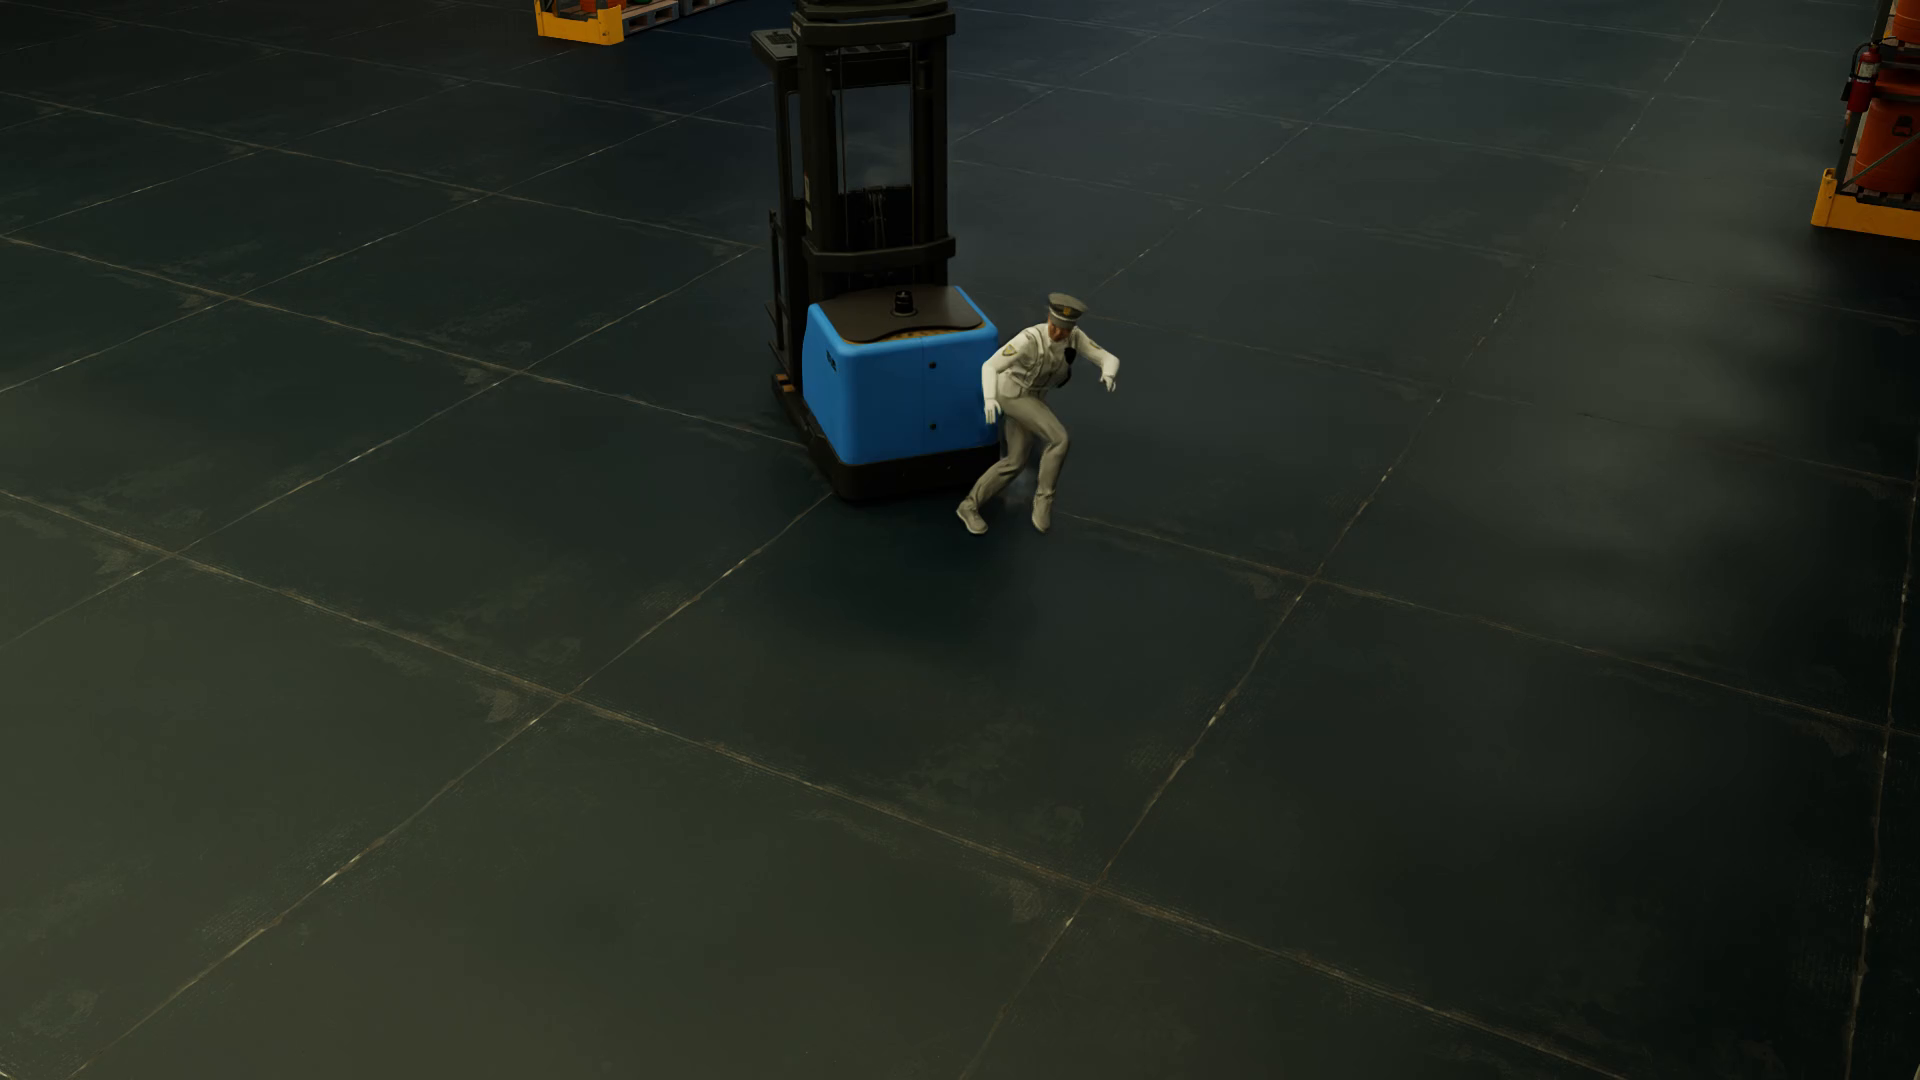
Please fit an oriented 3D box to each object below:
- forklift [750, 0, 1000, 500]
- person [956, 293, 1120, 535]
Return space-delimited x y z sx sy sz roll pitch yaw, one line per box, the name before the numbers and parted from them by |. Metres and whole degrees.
forklift | -0.696 -2.242 10.955 1.130 2.935 3.031 -9 31 -16
person | 0.480 -0.741 9.845 0.836 1.432 0.916 23 37 34
